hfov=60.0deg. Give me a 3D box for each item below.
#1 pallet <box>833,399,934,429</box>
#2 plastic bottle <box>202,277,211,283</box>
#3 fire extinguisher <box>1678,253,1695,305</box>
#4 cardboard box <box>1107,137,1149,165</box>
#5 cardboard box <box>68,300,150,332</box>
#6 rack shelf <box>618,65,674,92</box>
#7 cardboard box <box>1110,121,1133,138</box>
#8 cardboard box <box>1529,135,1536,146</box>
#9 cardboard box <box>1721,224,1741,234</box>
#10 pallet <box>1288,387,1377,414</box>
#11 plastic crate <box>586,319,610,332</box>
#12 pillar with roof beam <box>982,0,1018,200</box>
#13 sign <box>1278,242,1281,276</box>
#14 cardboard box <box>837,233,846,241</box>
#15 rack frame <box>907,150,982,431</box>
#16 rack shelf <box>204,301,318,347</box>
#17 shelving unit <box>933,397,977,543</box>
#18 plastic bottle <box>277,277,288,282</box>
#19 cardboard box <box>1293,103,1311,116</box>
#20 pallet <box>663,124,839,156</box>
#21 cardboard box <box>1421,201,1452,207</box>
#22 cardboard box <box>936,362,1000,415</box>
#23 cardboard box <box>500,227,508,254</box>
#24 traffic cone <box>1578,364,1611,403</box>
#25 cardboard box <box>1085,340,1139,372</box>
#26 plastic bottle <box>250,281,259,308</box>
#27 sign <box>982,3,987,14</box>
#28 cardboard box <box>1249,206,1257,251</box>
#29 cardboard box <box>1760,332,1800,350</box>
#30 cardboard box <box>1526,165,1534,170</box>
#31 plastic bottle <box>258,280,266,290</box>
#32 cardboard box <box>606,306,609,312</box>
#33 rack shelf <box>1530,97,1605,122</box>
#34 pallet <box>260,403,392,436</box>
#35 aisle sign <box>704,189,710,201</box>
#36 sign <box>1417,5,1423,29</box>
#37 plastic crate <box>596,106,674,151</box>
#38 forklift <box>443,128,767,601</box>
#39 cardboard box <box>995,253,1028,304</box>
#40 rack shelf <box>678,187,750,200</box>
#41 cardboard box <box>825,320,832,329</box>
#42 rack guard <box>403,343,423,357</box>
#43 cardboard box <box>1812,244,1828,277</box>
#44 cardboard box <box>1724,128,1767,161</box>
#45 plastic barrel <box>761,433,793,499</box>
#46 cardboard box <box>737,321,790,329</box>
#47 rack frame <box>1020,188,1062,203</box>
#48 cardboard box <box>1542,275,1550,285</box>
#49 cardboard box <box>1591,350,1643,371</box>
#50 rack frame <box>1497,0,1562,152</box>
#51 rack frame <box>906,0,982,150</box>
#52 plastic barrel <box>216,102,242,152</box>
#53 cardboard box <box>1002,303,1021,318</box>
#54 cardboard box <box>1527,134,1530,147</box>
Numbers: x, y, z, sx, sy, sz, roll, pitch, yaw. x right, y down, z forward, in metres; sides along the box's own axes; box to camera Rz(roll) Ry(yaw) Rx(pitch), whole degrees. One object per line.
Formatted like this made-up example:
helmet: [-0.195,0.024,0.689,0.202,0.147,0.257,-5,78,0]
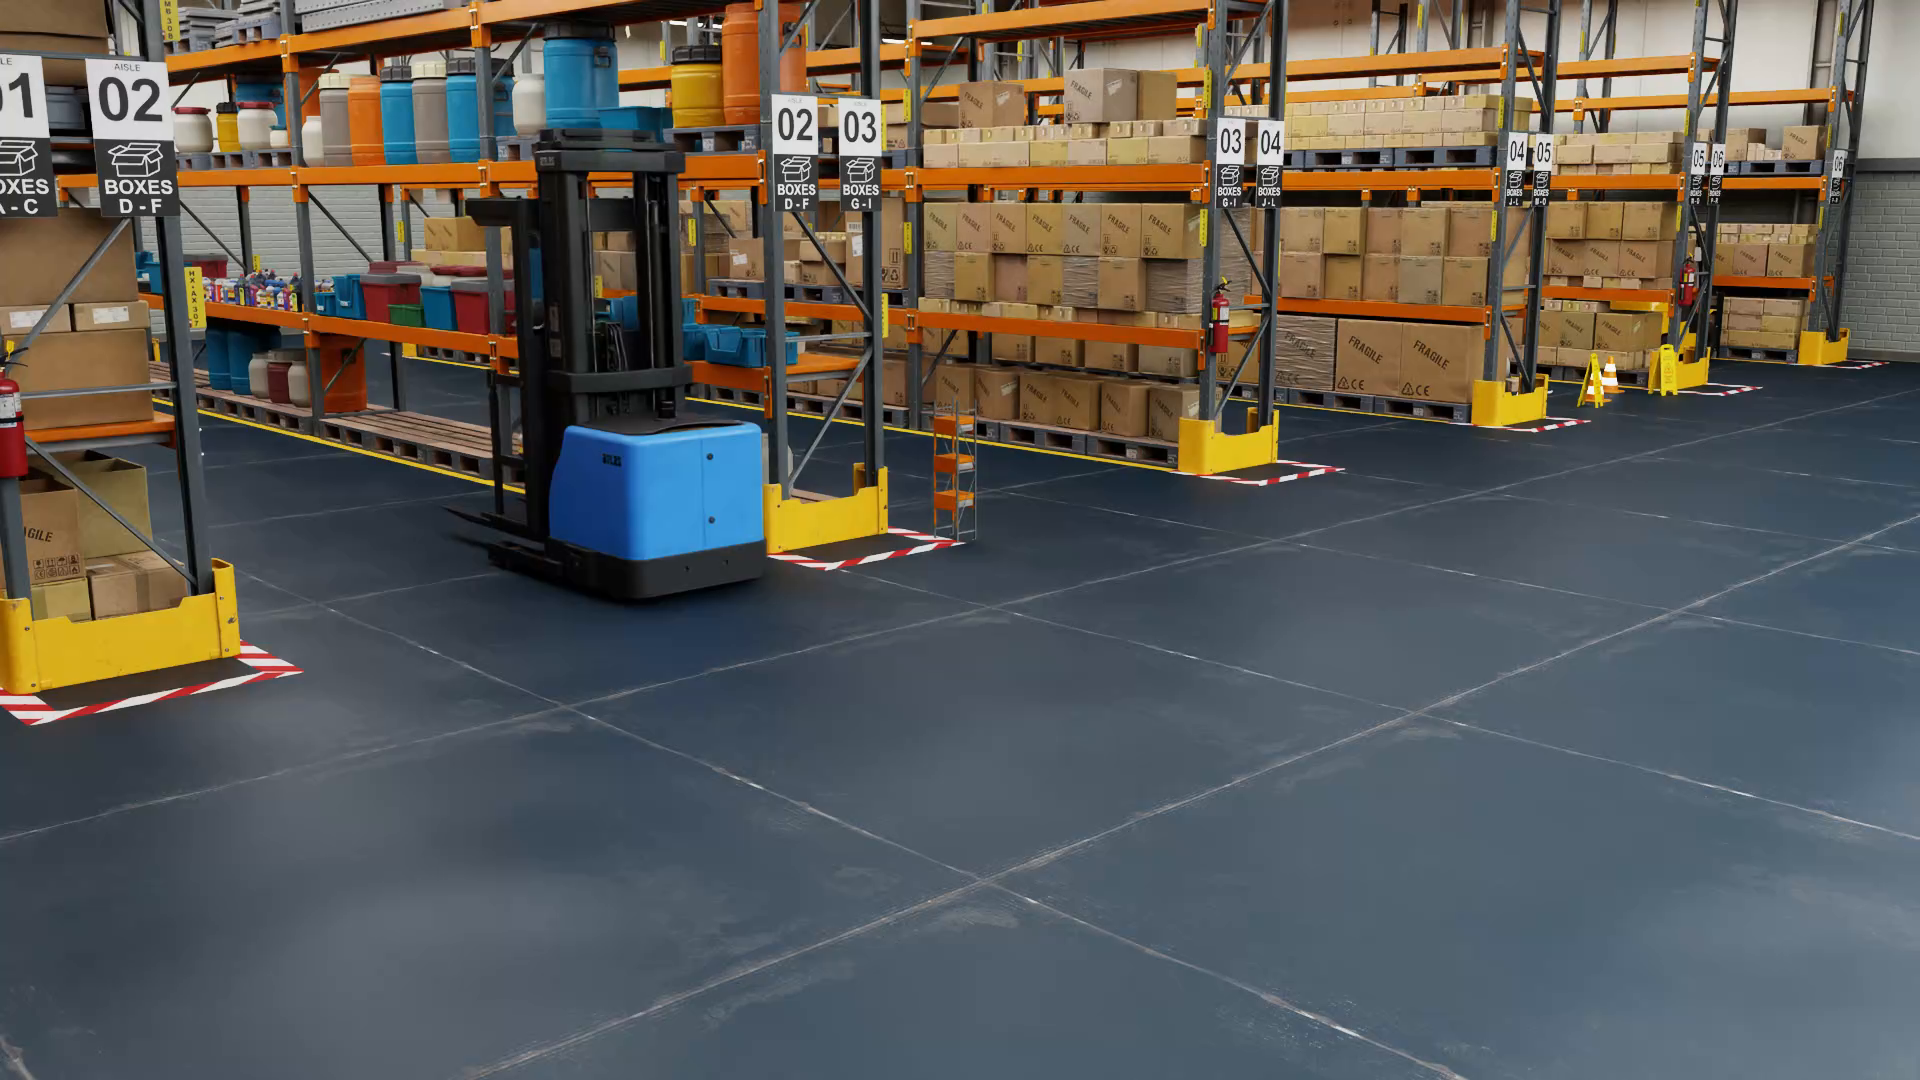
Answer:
pallet: [-0.698,-1.489,19.118,1.003,0.211,1.213,-11,16,-43]
plastic bottle: [-8.969,-2.984,19.771,0.152,0.276,0.135,-11,16,-43]
fire extinguisher: [9.516,-3.420,21.770,0.296,0.674,0.183,-11,16,-43]
cardboard box: [1.740,-3.661,15.686,0.500,0.250,0.500,-11,16,-42]
cardboard box: [-4.679,-1.232,9.103,0.380,0.149,0.250,-11,16,-43]
rack shelf: [-4.303,-6.008,22.044,1.077,0.370,4.000,-11,16,-43]
cardboard box: [1.632,-3.858,15.655,0.380,0.149,0.250,-11,16,-42]
cardboard box: [8.123,-5.553,23.142,0.380,0.149,0.250,-10,16,-41]
cardboard box: [12.187,-4.902,26.178,0.380,0.149,0.250,-10,16,-41]
pallet: [4.813,-1.752,20.395,1.003,0.211,1.213,-11,16,-43]
plastic crate: [-3.008,-1.710,13.805,0.450,0.188,0.662,-11,16,-43]
pillar with roof beam: [-2.015,-9.424,35.852,9.100,9.000,0.548,-11,16,-43]
sign: [2.996,-2.658,15.732,0.100,0.325,0.005,-11,16,-43]
cardboard box: [-1.715,-4.761,26.192,0.380,0.149,0.250,-11,16,-42]
rack frame: [-0.159,-2.742,18.286,1.000,3.000,0.127,-11,16,-43]
rack shelf: [-7.885,-2.575,19.259,1.077,0.370,4.000,-11,16,-43]
shelving unit: [-0.037,-0.522,12.344,0.215,1.050,0.252,-11,16,-43]
plastic bottle: [-8.067,-2.999,19.844,0.152,0.276,0.135,-11,16,-43]
cardboard box: [4.209,-5.161,19.950,0.380,0.149,0.250,-11,16,-42]
pallet: [-1.480,-2.979,12.471,1.003,0.211,1.213,-11,16,-43]
cardboard box: [7.155,-4.713,24.390,0.700,0.500,0.500,-11,16,-43]
cardboard box: [0.088,-1.659,18.185,0.500,0.500,0.500,11,16,43]
cardboard box: [-6.538,-4.452,24.365,0.500,0.500,0.500,-11,16,-42]
traffic cone: [7.973,-1.975,20.852,0.336,0.463,0.334,-11,16,-43]
cardboard box: [2.341,-2.741,22.819,1.050,0.750,0.750,-11,16,-43]
plastic bottle: [-7.881,-2.745,18.589,0.061,0.283,0.133,-11,16,-43]
sign: [0.350,-7.360,23.321,0.100,0.325,0.005,-11,16,-43]
cardboard box: [3.728,-3.962,21.160,0.875,0.550,0.550,-11,16,-43]
cardboard box: [12.805,-3.115,25.870,0.500,0.250,0.500,-11,16,-42]
cardboard box: [8.112,-5.164,23.230,0.380,0.149,0.250,-11,16,-42]
plastic bottle: [-7.904,-2.792,18.817,0.061,0.283,0.133,-11,16,-43]
cardboard box: [-3.993,-2.725,22.431,1.225,0.875,0.875,-11,16,-42]
rack shelf: [9.215,-7.497,29.273,1.077,0.370,4.000,-11,16,-43]
pallet: [-7.078,-1.379,18.581,1.003,0.211,1.213,-11,16,-43]
aisle sign: [-4.622,-6.495,30.062,0.394,0.787,0.004,-11,16,-43]
sign: [6.611,-7.518,23.894,0.100,0.325,0.005,-11,16,-43]
plastic crate: [-2.514,-3.165,12.948,0.392,0.384,0.575,-11,16,-43]
forklift: [-2.634,-1.289,11.406,1.130,2.935,3.031,-10,16,-41]
cardboard box: [0.845,-2.725,17.221,0.875,0.500,0.500,-11,16,-43]
rack shelf: [-3.408,-5.994,28.423,1.077,0.370,4.000,-11,16,-43]
cardboard box: [-2.046,-3.638,27.925,0.380,0.149,0.250,-10,15,-40]
rack guard: [-8.463,-3.272,27.056,1.175,0.500,0.348,-11,16,-43]
cardboard box: [13.217,-4.391,26.044,0.500,0.500,0.500,-10,15,-41]
cardboard box: [12.241,-6.198,26.092,0.700,0.500,0.500,-11,16,-42]
plastic barrel: [-1.489,-0.540,12.726,0.421,0.512,0.421,0,12,0]
cardboard box: [-2.437,-2.590,20.797,0.500,0.250,0.500,-10,15,-40]
rack frame: [1.484,-5.290,30.656,1.000,3.000,0.127,-11,16,-43]
cardboard box: [8.316,-3.667,23.397,0.380,0.149,0.250,-11,16,-43]
cardboard box: [9.001,-2.482,22.798,0.500,0.250,0.500,-11,16,-43]
rack frame: [6.260,-5.773,18.130,1.000,3.000,0.127,-11,16,-43]
rack frame: [-0.159,-5.680,17.681,1.000,3.000,0.127,-11,16,-43]
plastic barrel: [-8.489,-4.881,19.730,0.600,0.588,0.600,0,12,0]
cardboard box: [0.653,-2.366,17.087,0.380,0.149,0.250,-11,16,-43]
cardboard box: [6.255,-4.530,18.866,0.380,0.149,0.250,-11,16,-42]
